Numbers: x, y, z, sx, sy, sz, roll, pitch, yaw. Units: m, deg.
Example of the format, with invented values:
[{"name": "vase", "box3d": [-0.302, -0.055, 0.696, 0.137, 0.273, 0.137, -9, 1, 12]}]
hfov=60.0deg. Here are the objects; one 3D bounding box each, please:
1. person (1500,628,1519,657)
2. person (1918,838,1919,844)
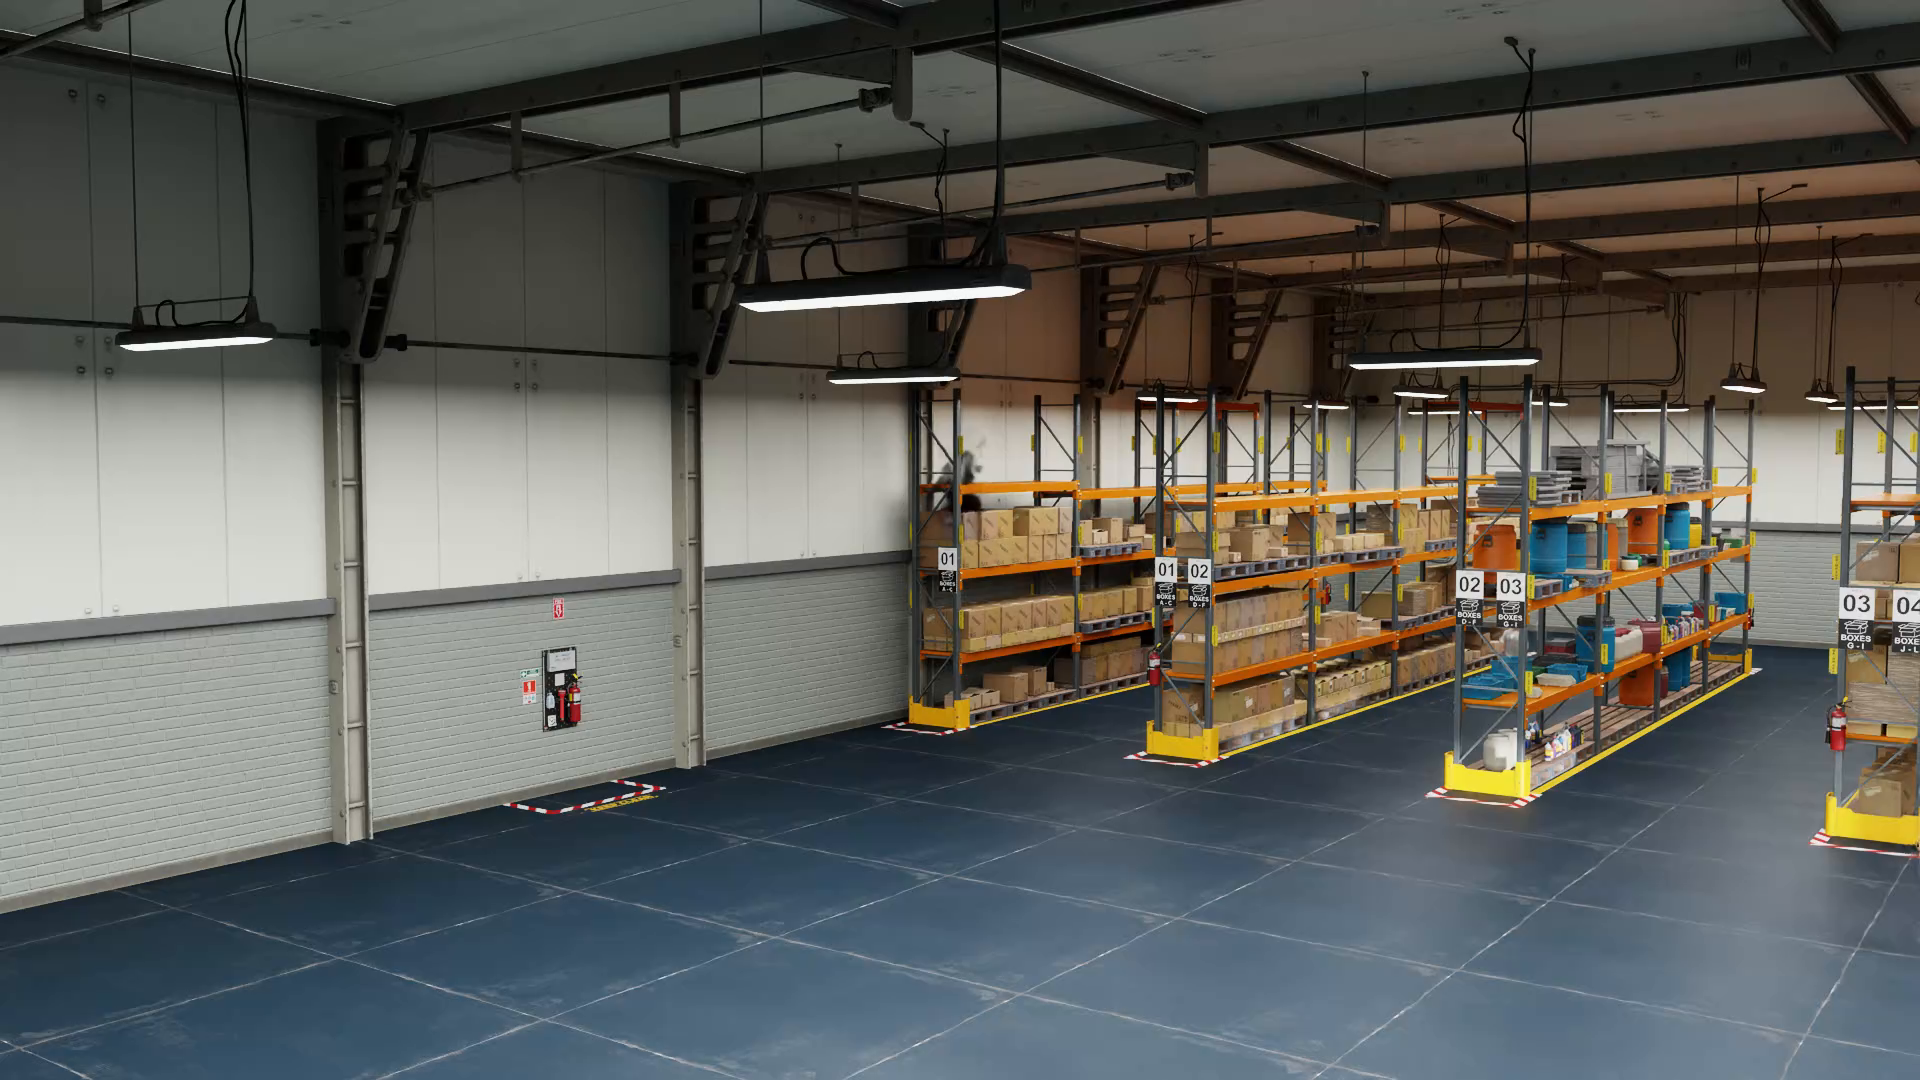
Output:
[{"name": "person", "box3d": [10.942, 2.335, 32.941, 0.505, 1.574, 0.667, 1, 4, 24]}, {"name": "person", "box3d": [9.538, 3.211, 15.726, 0.652, 1.752, 0.641, -2, 4, -34]}]
